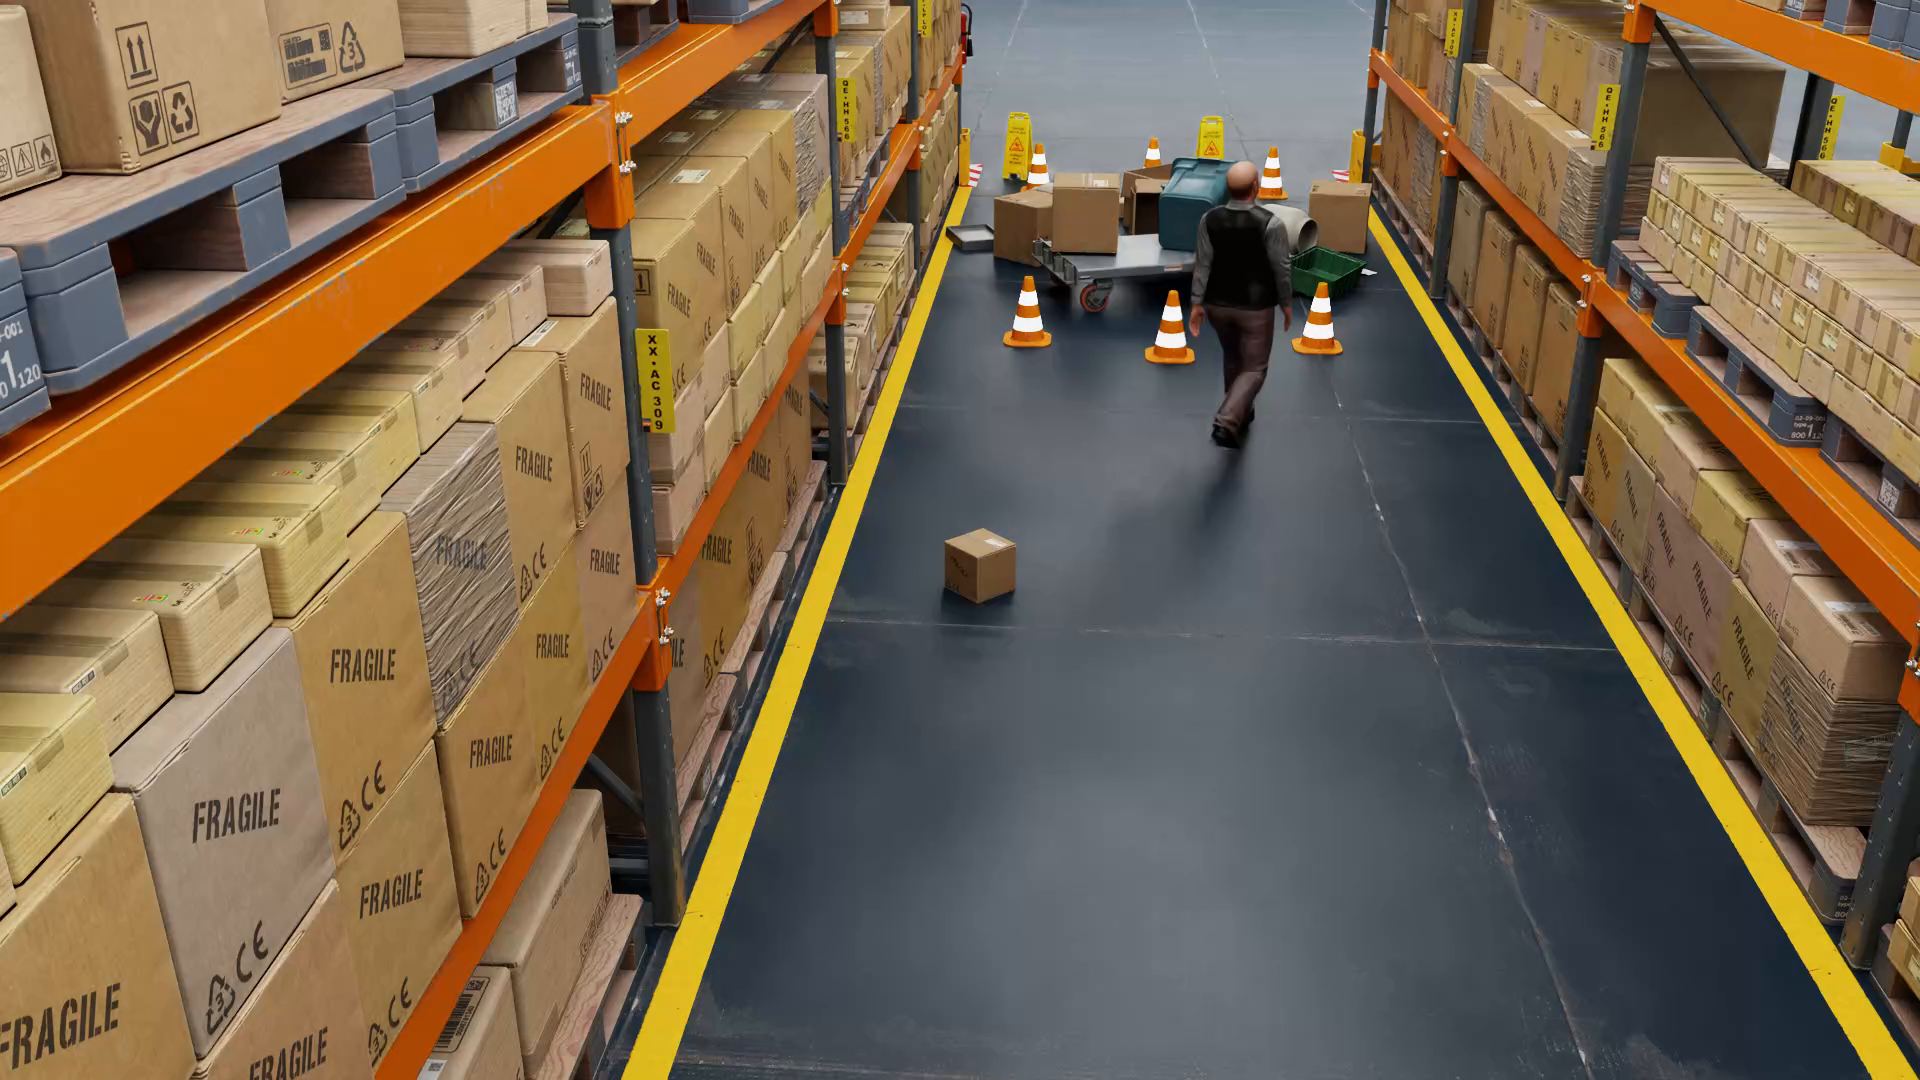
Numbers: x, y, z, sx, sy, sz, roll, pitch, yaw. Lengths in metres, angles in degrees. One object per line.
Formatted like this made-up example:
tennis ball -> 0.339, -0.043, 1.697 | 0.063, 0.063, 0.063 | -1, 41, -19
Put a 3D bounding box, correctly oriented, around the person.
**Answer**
person -> 1.632, -1.315, 9.642 | 0.552, 1.603, 0.949 | 15, 28, 30
